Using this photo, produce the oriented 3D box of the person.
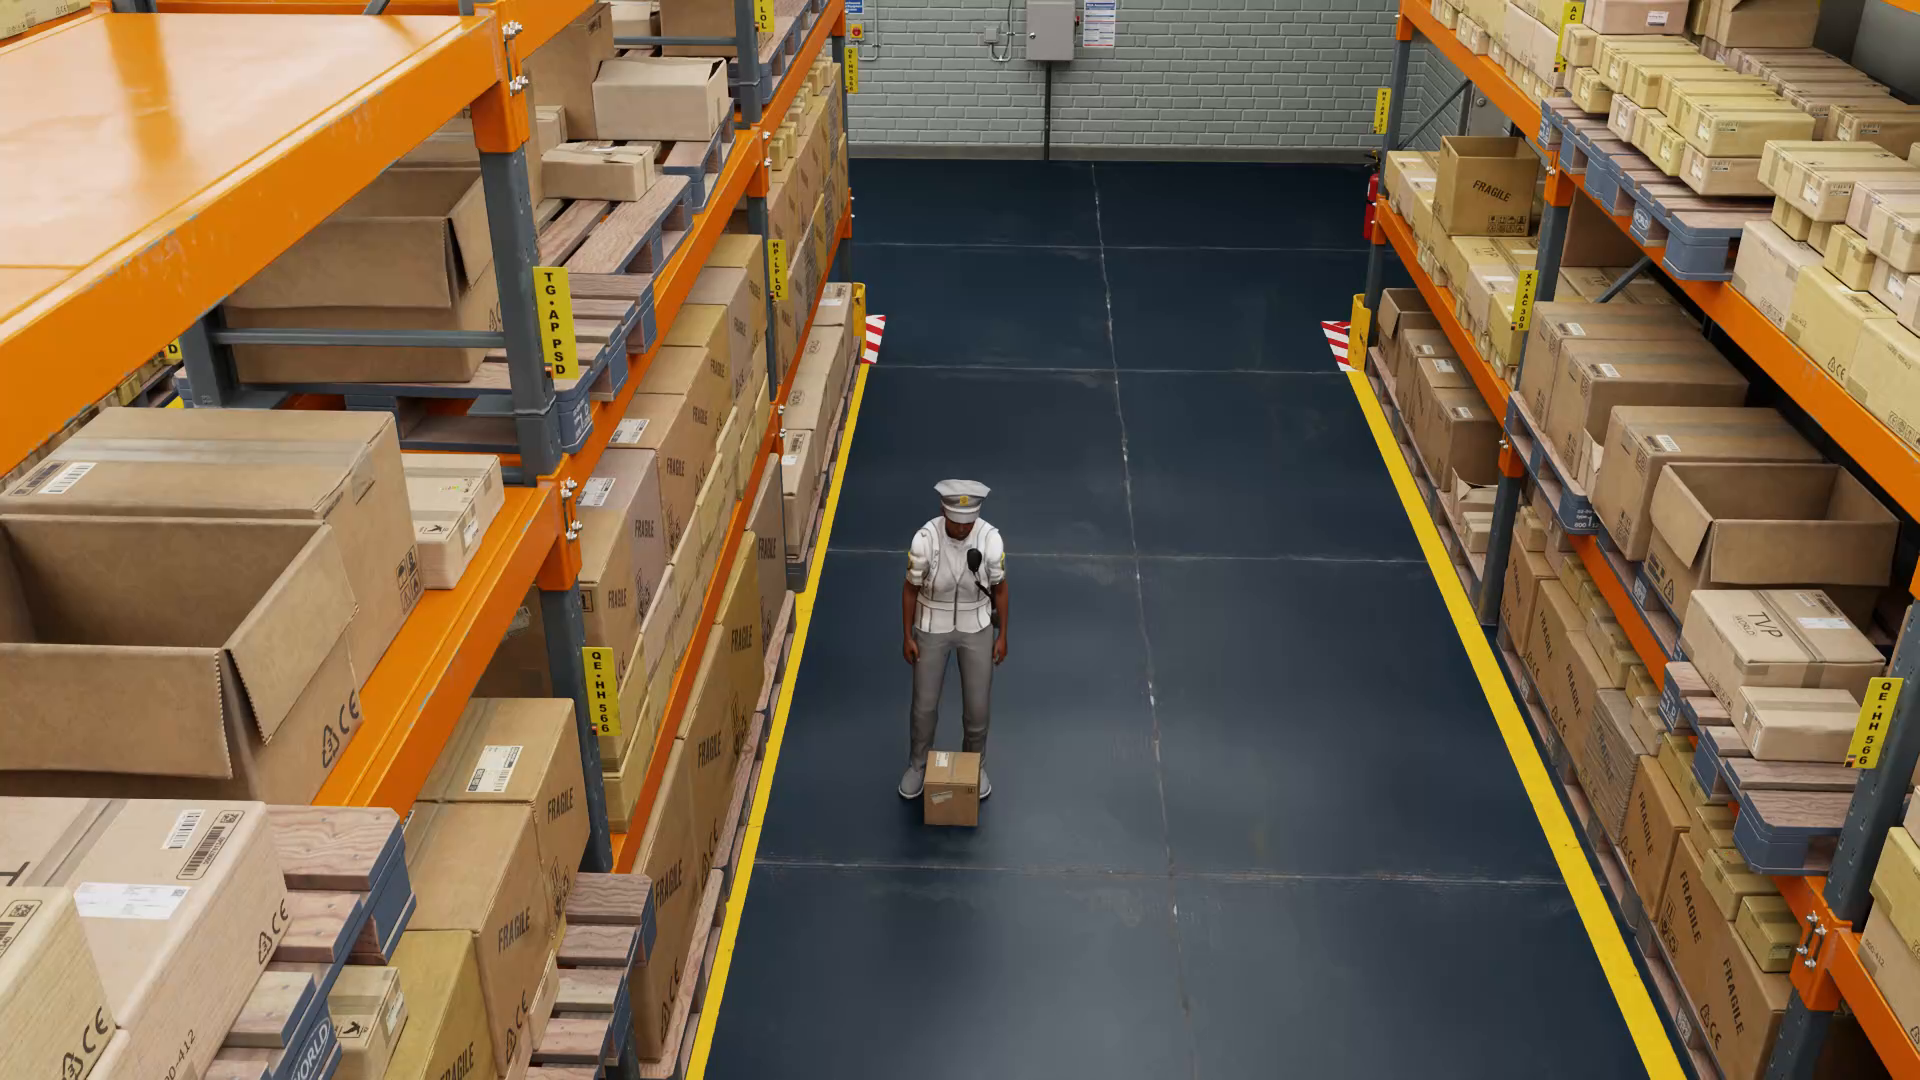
[{"bbox_3d":[-0.035,0.449,7.781,0.531,1.661,0.396,-1,28,-1],"label":"person"}]
